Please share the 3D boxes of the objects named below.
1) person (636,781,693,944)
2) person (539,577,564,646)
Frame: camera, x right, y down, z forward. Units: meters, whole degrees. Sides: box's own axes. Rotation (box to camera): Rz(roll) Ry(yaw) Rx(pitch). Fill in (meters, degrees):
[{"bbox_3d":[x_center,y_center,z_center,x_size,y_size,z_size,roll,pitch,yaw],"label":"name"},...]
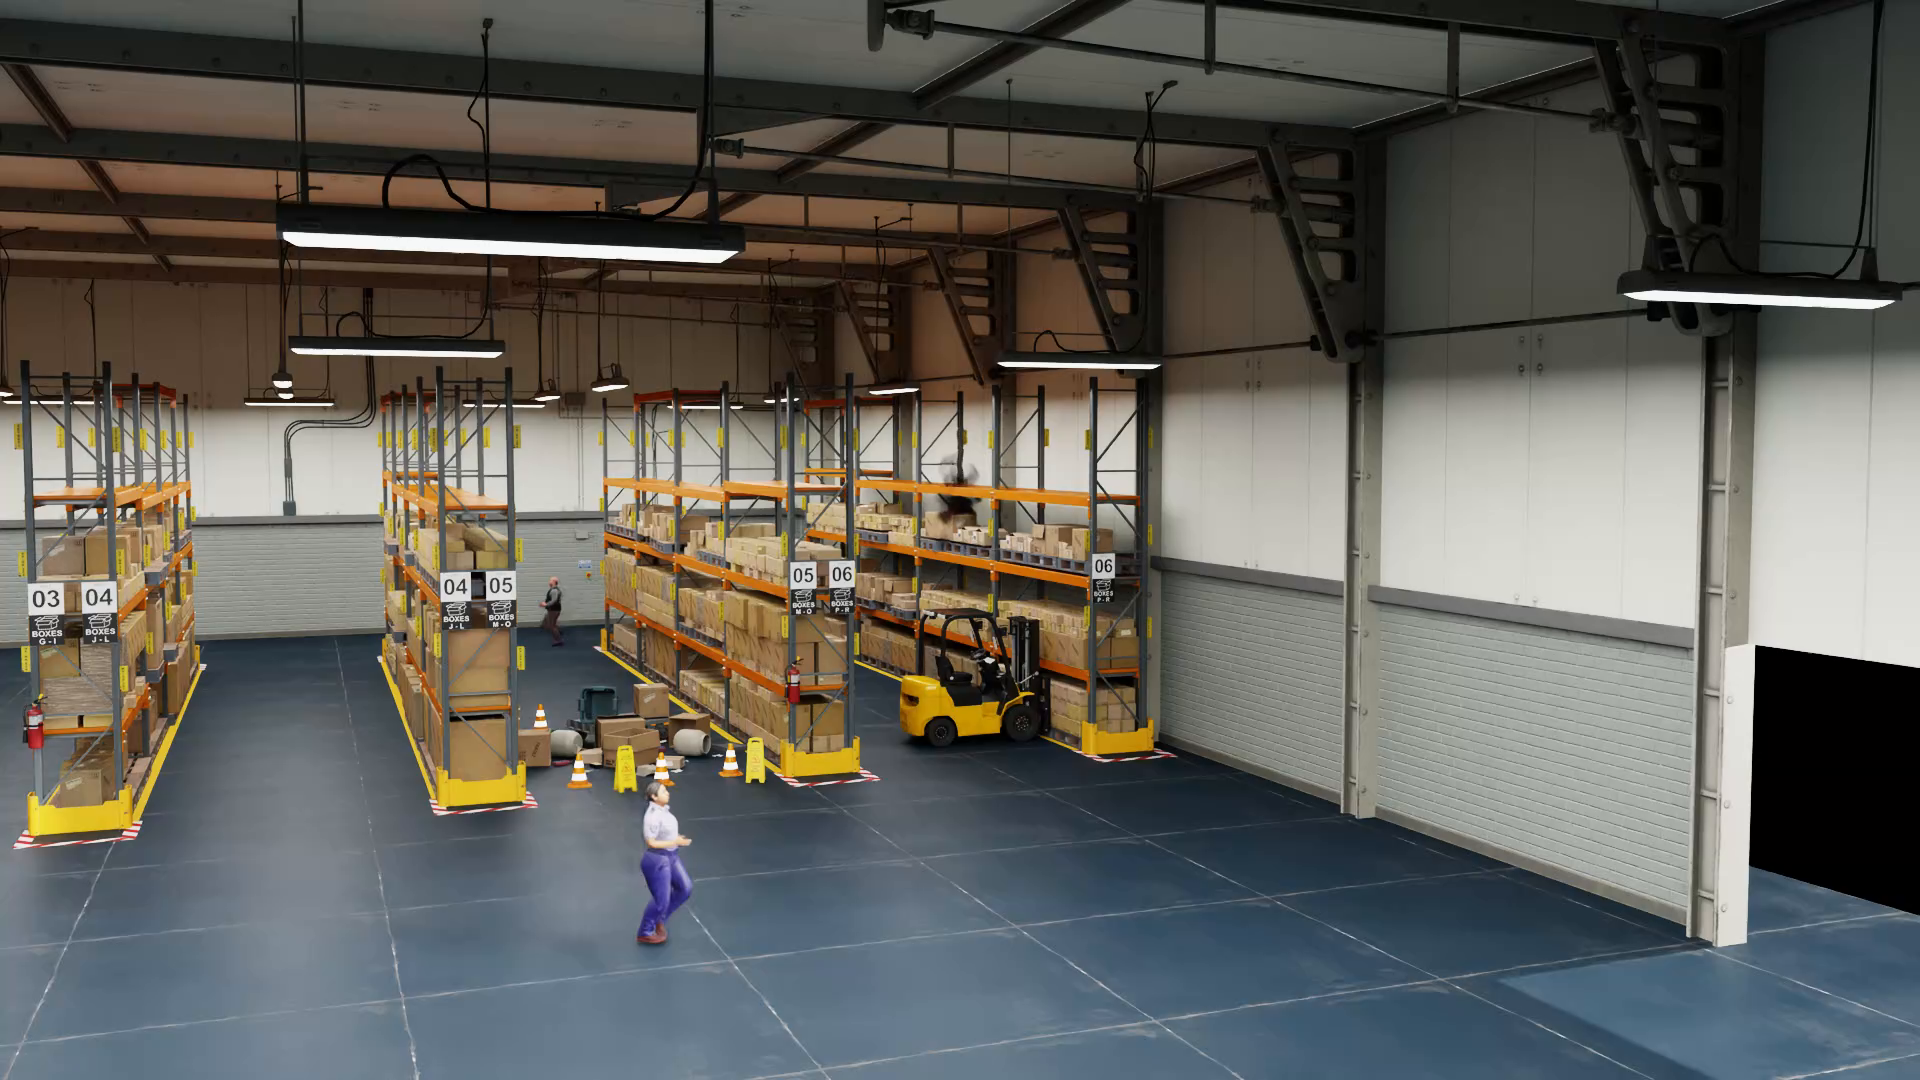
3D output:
[{"bbox_3d":[-2.913,3.199,16.494,0.583,1.627,0.589,0,3,7],"label":"person"},{"bbox_3d":[-9.937,1.732,40.423,0.560,1.681,0.651,-1,4,-16],"label":"person"}]
